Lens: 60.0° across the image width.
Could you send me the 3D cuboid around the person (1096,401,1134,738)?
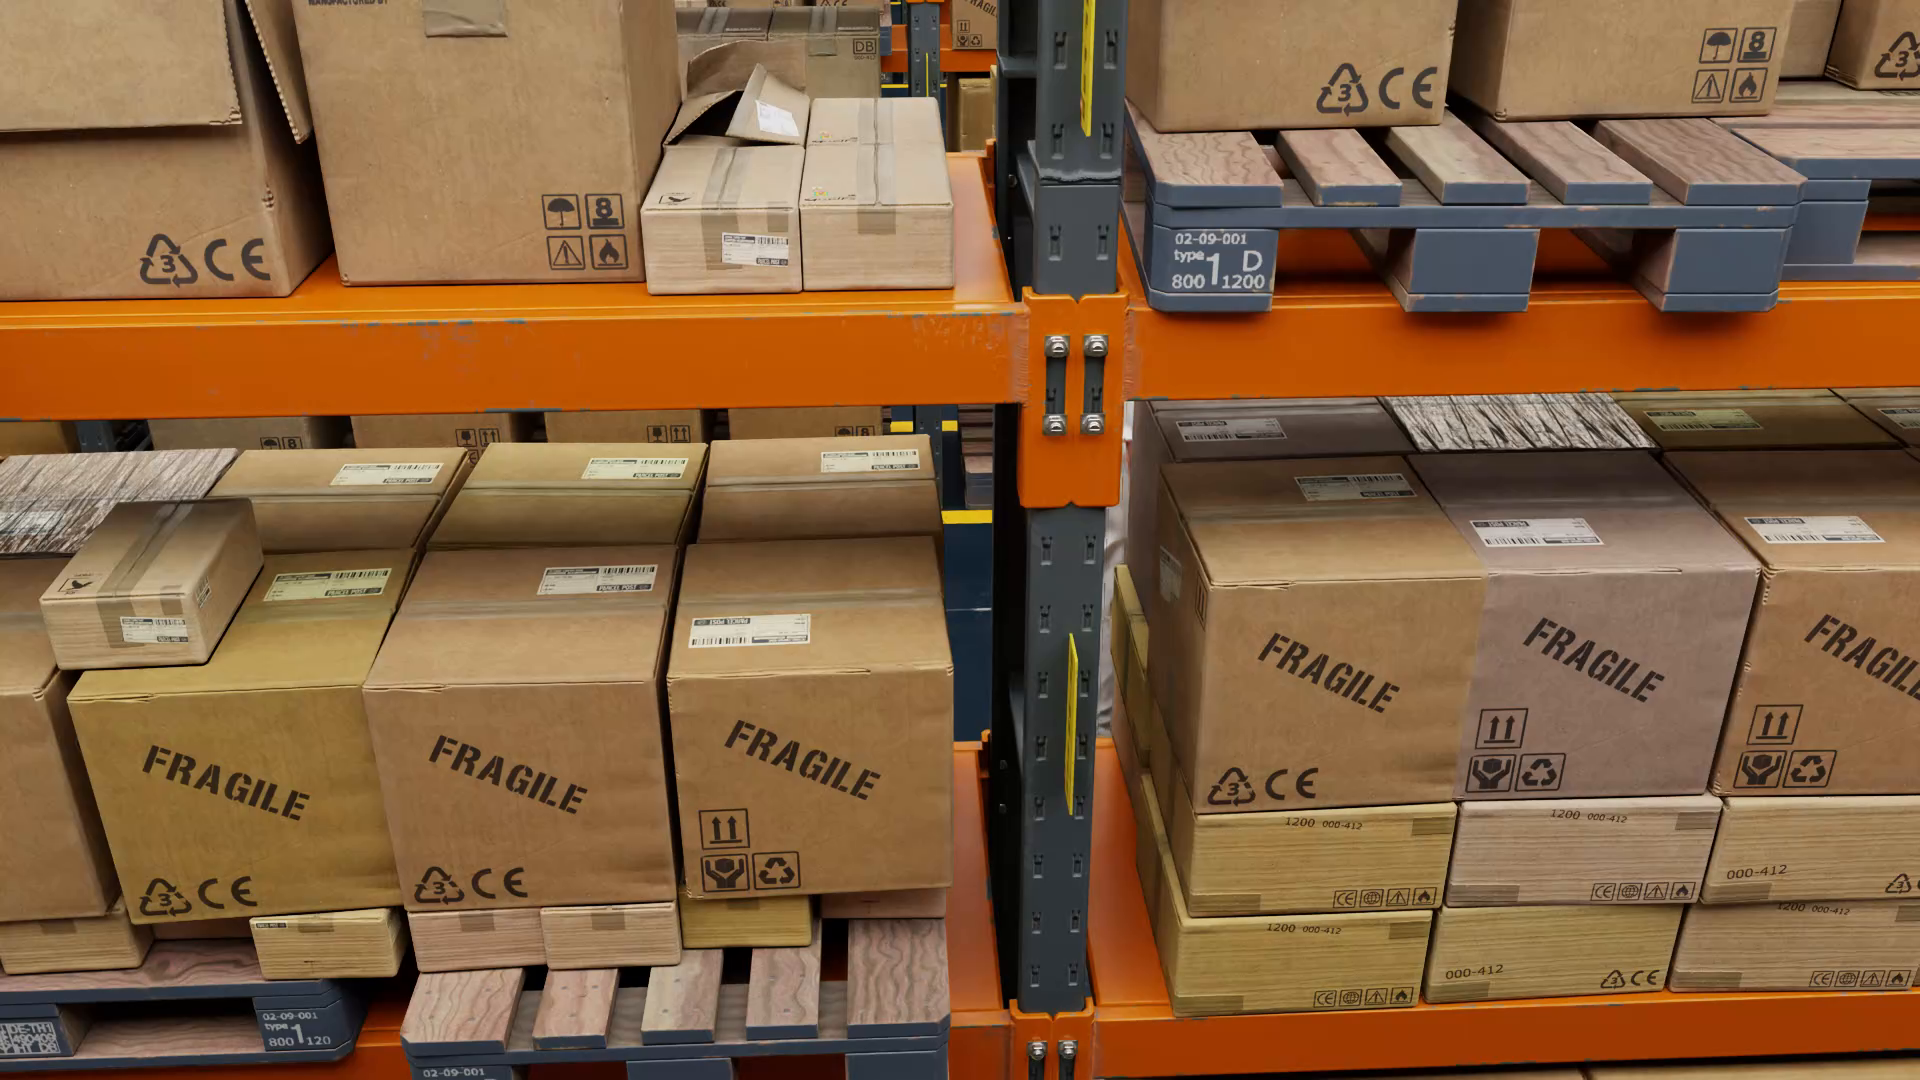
[{"bbox_3d":[0.656,0.247,5.638,0.639,1.755,0.955,-6,28,-12],"label":"person"}]
